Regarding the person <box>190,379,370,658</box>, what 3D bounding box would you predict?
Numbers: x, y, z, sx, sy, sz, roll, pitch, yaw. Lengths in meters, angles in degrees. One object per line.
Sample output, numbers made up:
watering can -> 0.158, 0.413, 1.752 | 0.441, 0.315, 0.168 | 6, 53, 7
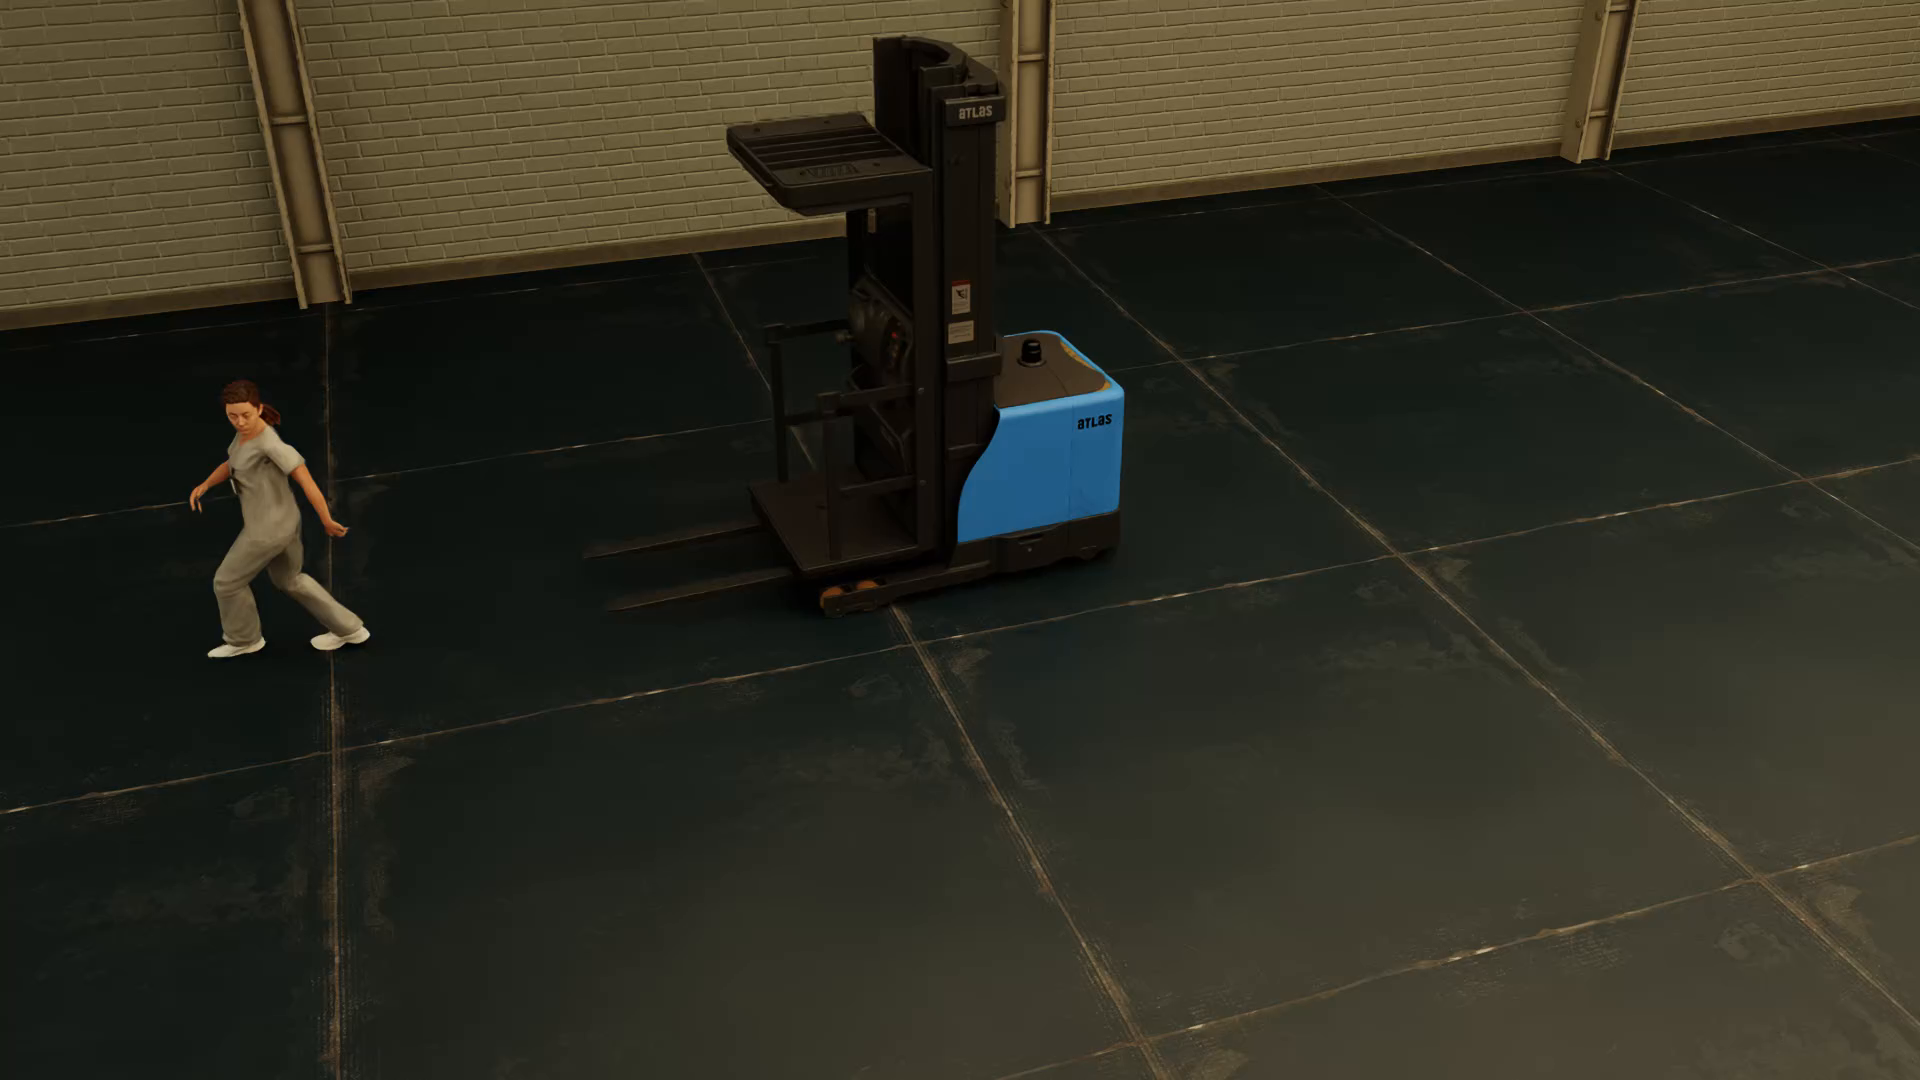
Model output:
person -> -3.604, -0.076, 8.601 | 0.900, 1.614, 0.461 | -5, 30, -8

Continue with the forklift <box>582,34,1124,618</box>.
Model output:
forklift -> -0.624, -1.135, 9.060 | 3.031, 2.935, 1.130 | -11, 32, -19
